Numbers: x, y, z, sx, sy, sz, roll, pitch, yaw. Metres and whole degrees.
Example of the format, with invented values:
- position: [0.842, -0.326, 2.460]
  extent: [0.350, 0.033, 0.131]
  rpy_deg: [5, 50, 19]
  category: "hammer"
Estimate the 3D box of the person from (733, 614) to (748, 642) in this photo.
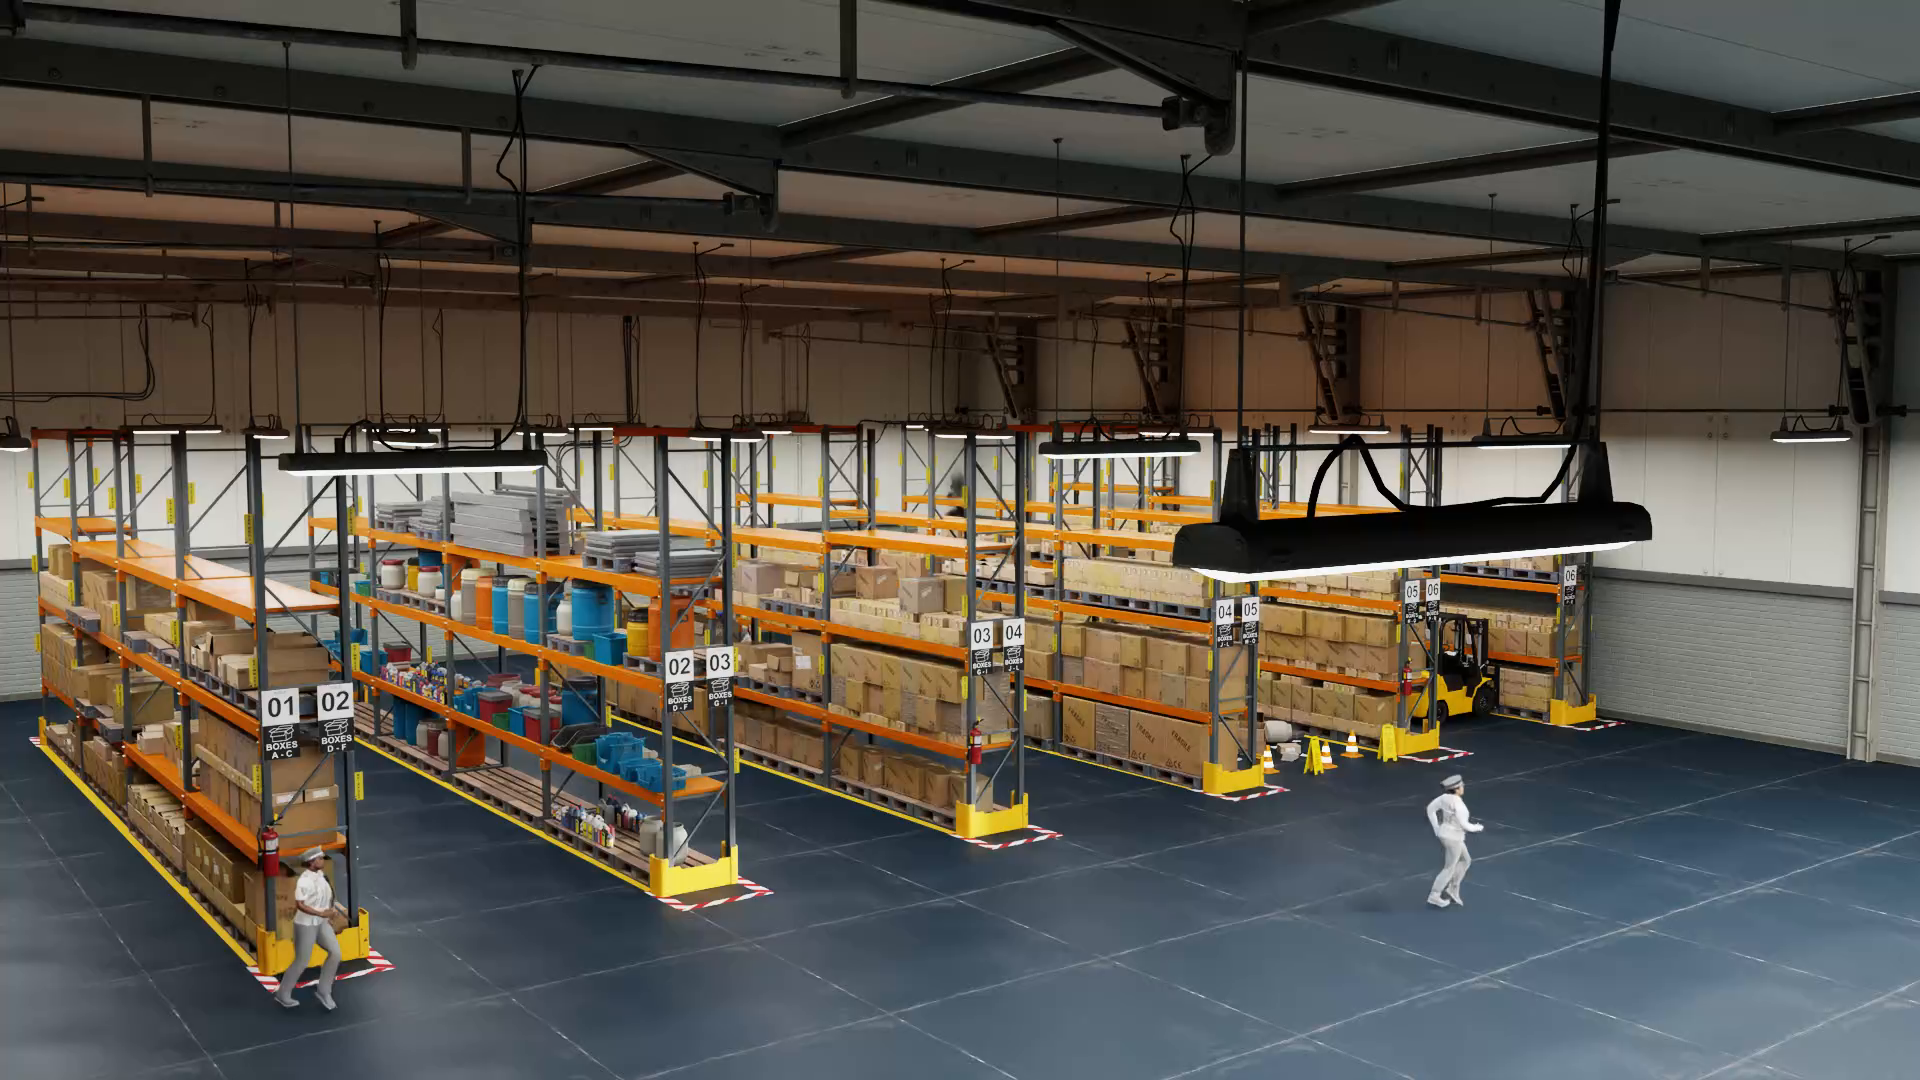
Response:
- position: [-5.437, 2.200, 41.717]
  extent: [0.673, 1.809, 0.693]
  rpy_deg: [-4, 6, -42]
  category: "person"

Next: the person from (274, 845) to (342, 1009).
- position: [-6.899, 4.114, 17.710]
  extent: [0.647, 1.722, 0.641]
  rpy_deg: [1, 5, 7]
  category: "person"

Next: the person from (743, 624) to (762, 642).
- position: [-4.596, 2.755, 37.101]
  extent: [0.550, 1.348, 0.478]
  rpy_deg: [-2, 5, -27]
  category: "person"

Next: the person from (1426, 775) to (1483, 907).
- position: [6.284, 3.830, 21.149]
  extent: [0.706, 1.722, 0.618]
  rpy_deg: [0, 4, -5]
  category: "person"

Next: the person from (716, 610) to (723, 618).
- position: [-5.968, 2.286, 41.456]
  extent: [0.770, 1.663, 0.664]
  rpy_deg: [-3, 5, -31]
  category: "person"
